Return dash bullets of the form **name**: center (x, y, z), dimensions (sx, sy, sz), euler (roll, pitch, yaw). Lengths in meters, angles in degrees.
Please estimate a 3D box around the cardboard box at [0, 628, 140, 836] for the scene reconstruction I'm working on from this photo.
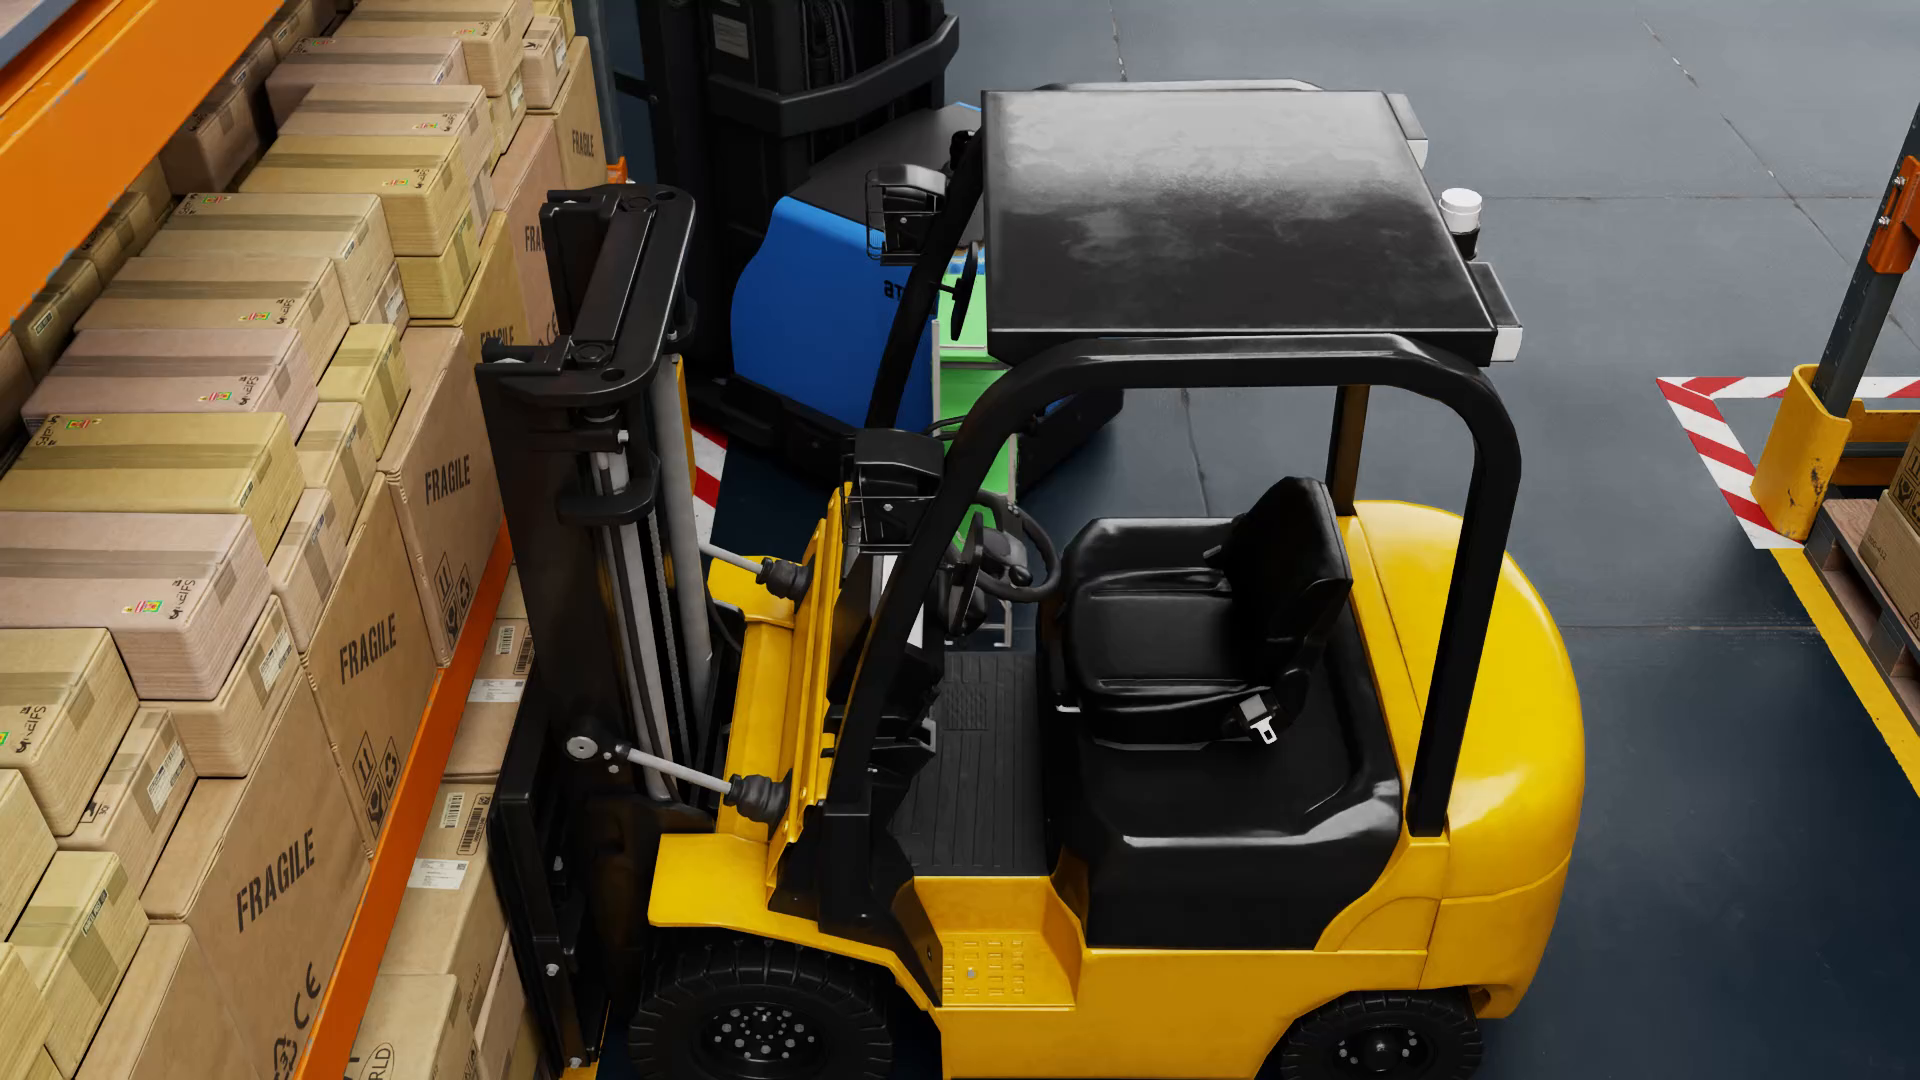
- **cardboard box**: center (-1.340, 0.253, 2.199), dimensions (0.380, 0.149, 0.250), euler (-1, 39, -1)

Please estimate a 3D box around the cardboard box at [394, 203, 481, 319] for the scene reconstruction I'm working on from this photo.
- **cardboard box**: center (-1.234, -0.591, 3.490), dimensions (0.380, 0.149, 0.250), euler (0, 39, 0)

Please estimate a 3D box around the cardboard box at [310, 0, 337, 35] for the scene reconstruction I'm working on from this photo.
- **cardboard box**: center (-1.816, -1.349, 4.199), dimensions (0.380, 0.149, 0.250), euler (1, 39, 1)

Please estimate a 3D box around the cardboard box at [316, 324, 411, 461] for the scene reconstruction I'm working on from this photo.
- **cardboard box**: center (-1.255, -0.275, 3.096), dimensions (0.380, 0.149, 0.250), euler (-1, 39, -1)

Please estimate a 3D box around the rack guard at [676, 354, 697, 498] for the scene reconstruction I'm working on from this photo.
- **rack guard**: center (-1.541, -0.357, 5.796), dimensions (1.175, 0.500, 0.348), euler (0, 39, 0)

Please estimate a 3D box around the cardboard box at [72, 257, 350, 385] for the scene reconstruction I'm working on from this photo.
- **cardboard box**: center (-1.339, -0.385, 2.996), dimensions (0.380, 0.149, 0.250), euler (0, 39, 0)

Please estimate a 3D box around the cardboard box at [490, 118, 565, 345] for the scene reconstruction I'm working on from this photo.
- **cardboard box**: center (-1.286, -0.725, 4.176), dimensions (0.500, 0.500, 0.500), euler (1, 39, 1)

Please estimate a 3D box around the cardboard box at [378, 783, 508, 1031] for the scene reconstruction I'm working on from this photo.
- **cardboard box**: center (-1.225, 0.769, 3.455), dimensions (0.500, 0.250, 0.500), euler (1, 39, 1)

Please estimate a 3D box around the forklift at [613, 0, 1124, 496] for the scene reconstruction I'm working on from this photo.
- **forklift**: center (-0.863, -1.931, 5.816), dimensions (3.031, 2.935, 1.130), euler (26, 45, 28)

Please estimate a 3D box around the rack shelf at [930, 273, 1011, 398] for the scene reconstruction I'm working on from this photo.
- **rack shelf**: center (0.055, -0.608, 4.884), dimensions (0.258, 0.148, 0.480), euler (2, 39, 2)

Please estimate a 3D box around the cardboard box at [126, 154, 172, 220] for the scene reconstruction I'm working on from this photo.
- **cardboard box**: center (-1.860, -0.703, 3.392), dimensions (0.380, 0.149, 0.250), euler (-1, 39, -1)

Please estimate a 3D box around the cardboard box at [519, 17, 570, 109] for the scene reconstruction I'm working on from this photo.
- **cardboard box**: center (-1.230, -1.233, 4.292), dimensions (0.380, 0.149, 0.250), euler (1, 39, 1)

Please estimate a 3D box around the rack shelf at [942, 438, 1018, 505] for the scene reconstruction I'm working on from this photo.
- **rack shelf**: center (0.055, -0.234, 5.184), dimensions (0.258, 0.148, 0.480), euler (2, 39, 2)

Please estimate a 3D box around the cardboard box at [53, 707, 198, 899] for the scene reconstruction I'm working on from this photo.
- **cardboard box**: center (-1.303, 0.367, 2.294), dimensions (0.380, 0.149, 0.250), euler (0, 39, 0)

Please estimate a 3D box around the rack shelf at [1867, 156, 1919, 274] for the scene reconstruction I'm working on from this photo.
- **rack shelf**: center (3.425, 0.208, 3.667), dimensions (1.077, 0.370, 4.000), euler (0, 39, 0)

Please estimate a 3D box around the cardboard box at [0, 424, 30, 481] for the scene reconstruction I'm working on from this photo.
- **cardboard box**: center (-1.799, -0.116, 2.898), dimensions (0.380, 0.149, 0.250), euler (0, 39, -1)

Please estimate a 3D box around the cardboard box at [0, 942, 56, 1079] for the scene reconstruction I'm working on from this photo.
- **cardboard box**: center (-1.240, 0.576, 1.796), dimensions (0.380, 0.149, 0.250), euler (1, 39, 1)

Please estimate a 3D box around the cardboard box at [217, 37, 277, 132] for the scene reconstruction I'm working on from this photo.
- **cardboard box**: center (-1.788, -1.032, 3.803), dimensions (0.380, 0.149, 0.250), euler (0, 39, 0)

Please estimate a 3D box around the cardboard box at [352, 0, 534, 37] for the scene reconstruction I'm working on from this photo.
- **cardboard box**: center (-1.298, -1.348, 4.197), dimensions (0.380, 0.149, 0.250), euler (0, 39, 0)

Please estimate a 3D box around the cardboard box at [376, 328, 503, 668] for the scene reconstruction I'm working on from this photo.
- **cardboard box**: center (-1.274, -0.090, 3.384), dimensions (0.500, 0.500, 0.500), euler (0, 39, 0)

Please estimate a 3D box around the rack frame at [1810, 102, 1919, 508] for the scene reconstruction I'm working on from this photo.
- **rack frame**: center (3.423, -1.324, 5.003), dimensions (1.000, 3.000, 0.127), euler (0, 39, 0)

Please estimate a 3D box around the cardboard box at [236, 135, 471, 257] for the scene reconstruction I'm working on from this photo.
- **cardboard box**: center (-1.228, -0.704, 3.393), dimensions (0.380, 0.149, 0.250), euler (1, 39, 1)

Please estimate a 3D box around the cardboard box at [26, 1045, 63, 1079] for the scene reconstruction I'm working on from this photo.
- **cardboard box**: center (-1.273, 0.692, 1.889), dimensions (0.380, 0.149, 0.250), euler (-1, 39, -1)

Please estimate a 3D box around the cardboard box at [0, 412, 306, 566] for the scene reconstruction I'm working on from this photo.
- **cardboard box**: center (-1.265, -0.070, 2.603), dimensions (0.380, 0.149, 0.250), euler (-1, 39, -1)

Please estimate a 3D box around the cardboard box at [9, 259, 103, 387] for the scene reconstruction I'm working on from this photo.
- **cardboard box**: center (-1.777, -0.383, 2.993), dimensions (0.380, 0.149, 0.250), euler (1, 39, 1)

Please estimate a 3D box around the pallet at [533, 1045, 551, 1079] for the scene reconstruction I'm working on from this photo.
- **pallet**: center (-1.499, 1.010, 4.321), dimensions (1.003, 0.211, 1.213), euler (0, 39, 0)

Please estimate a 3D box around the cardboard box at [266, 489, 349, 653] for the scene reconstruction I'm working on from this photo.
- **cardboard box**: center (-1.228, 0.049, 2.692), dimensions (0.380, 0.149, 0.250), euler (0, 39, -1)

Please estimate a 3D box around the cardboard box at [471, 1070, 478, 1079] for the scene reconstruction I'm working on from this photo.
- **cardboard box**: center (-1.231, 1.280, 3.217), dimensions (0.500, 0.250, 0.500), euler (0, 39, 0)

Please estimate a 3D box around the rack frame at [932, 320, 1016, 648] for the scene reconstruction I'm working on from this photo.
- **rack frame**: center (0.043, -0.131, 4.954), dimensions (0.240, 1.200, 0.015), euler (2, 39, 2)

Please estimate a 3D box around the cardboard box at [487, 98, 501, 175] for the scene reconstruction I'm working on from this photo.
- **cardboard box**: center (-1.302, -0.916, 3.896), dimensions (0.380, 0.149, 0.250), euler (0, 39, 0)

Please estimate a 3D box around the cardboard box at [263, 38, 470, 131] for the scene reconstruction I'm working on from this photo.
- **cardboard box**: center (-1.345, -1.028, 3.798), dimensions (0.380, 0.149, 0.250), euler (0, 39, 0)

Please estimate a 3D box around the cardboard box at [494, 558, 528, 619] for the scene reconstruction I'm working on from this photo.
- **cardboard box**: center (-1.211, 0.124, 4.260), dimensions (0.500, 0.250, 0.500), euler (0, 39, 1)

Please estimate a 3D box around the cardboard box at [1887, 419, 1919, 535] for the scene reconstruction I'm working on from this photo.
- **cardboard box**: center (3.148, -0.188, 4.849), dimensions (0.500, 0.500, 0.500), euler (-1, 39, -2)

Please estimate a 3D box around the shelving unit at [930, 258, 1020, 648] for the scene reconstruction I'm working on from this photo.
- **shelving unit**: center (0.055, -0.284, 5.144), dimensions (0.258, 1.200, 0.503), euler (2, 39, 2)

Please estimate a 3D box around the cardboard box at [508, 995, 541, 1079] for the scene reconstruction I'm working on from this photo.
- **cardboard box**: center (-1.238, 1.151, 3.778), dimensions (0.500, 0.250, 0.500), euler (1, 39, 1)

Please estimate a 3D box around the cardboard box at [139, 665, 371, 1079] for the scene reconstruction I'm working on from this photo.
- **cardboard box**: center (-1.293, 0.541, 2.596), dimensions (0.500, 0.500, 0.500), euler (1, 39, 1)

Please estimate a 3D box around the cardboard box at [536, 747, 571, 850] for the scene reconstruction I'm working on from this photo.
- **cardboard box**: center (-1.219, 0.650, 4.004), dimensions (0.500, 0.250, 0.500), euler (0, 39, 0)

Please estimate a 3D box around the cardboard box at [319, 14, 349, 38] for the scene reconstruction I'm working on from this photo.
- **cardboard box**: center (-1.736, -1.243, 4.304), dimensions (0.380, 0.149, 0.250), euler (0, 39, 0)

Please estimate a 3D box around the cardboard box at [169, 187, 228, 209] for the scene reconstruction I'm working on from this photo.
- **cardboard box**: center (-1.873, -0.761, 3.703), dimensions (0.380, 0.149, 0.250), euler (0, 39, 0)
